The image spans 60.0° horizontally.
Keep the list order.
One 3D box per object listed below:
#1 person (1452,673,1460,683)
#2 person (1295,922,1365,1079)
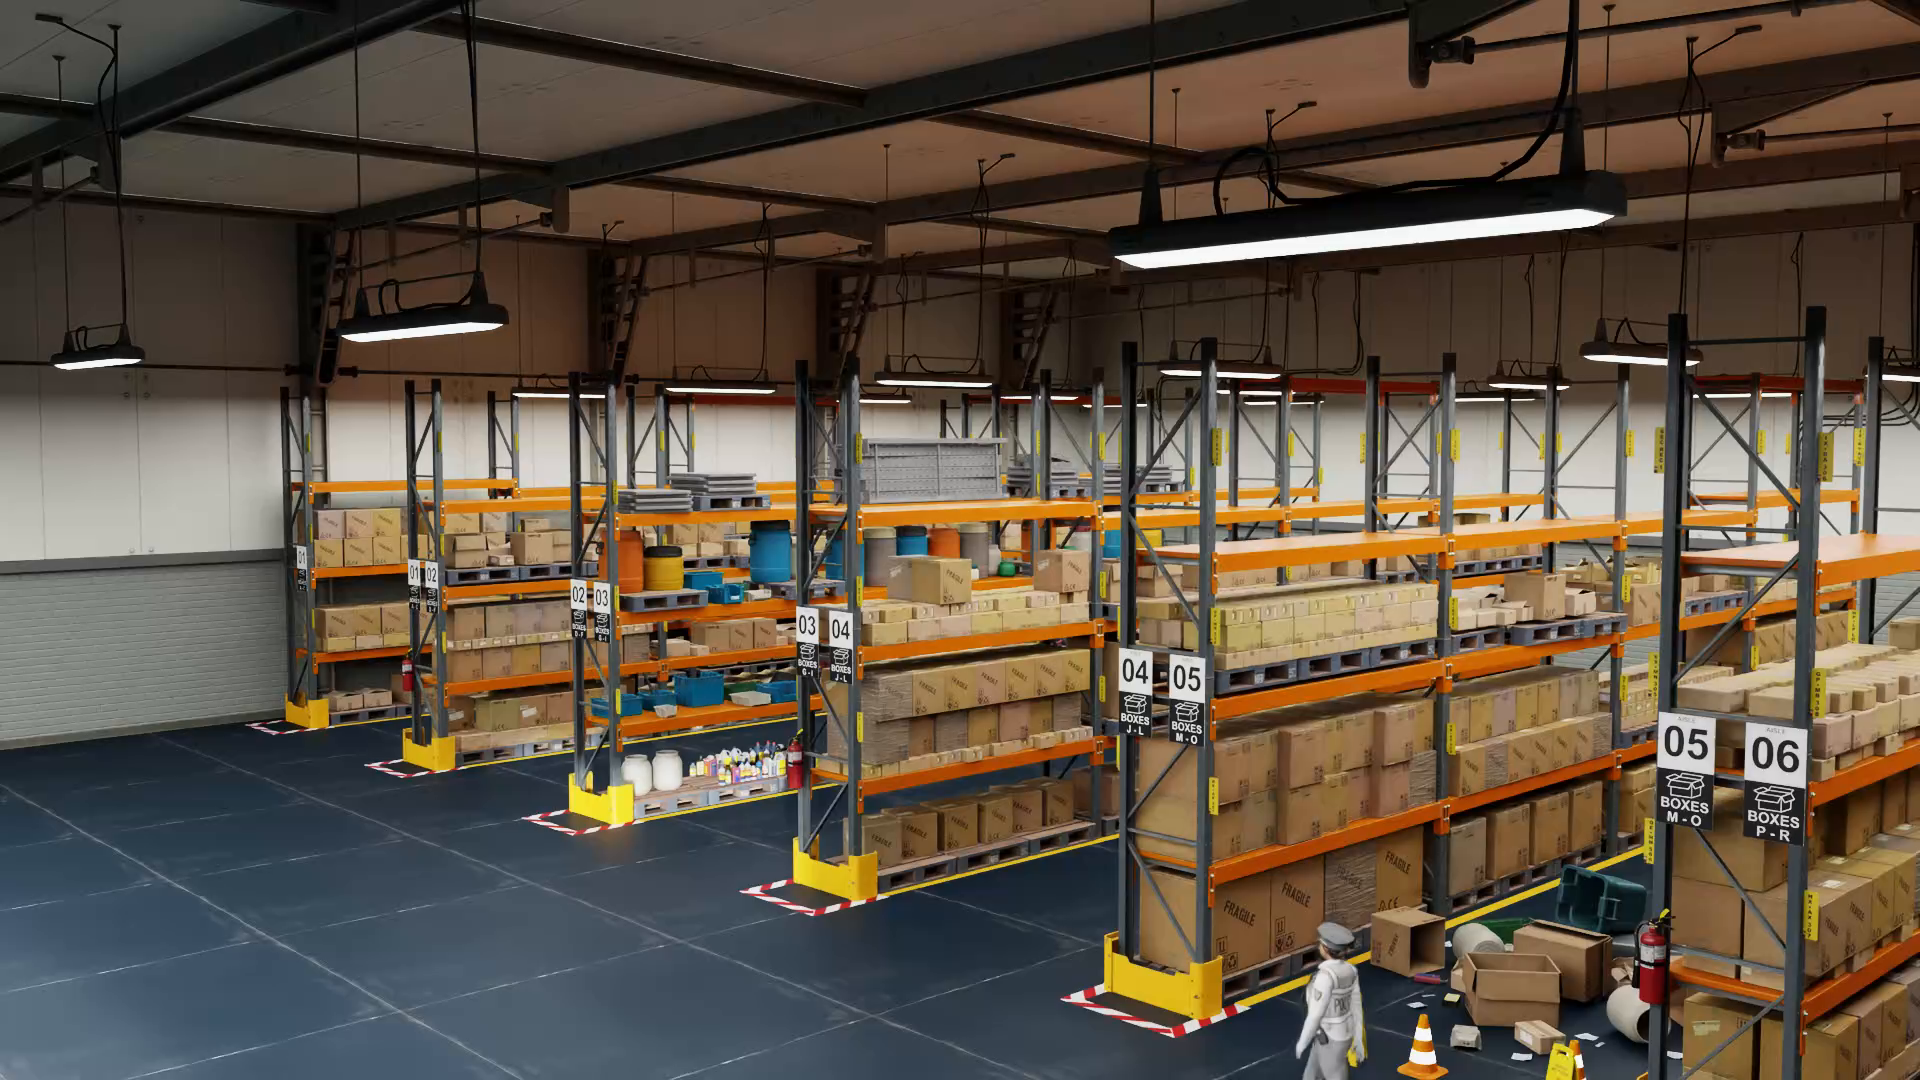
[{"bbox_3d":[7.352,2.783,24.991,0.383,1.704,0.604,1,4,17],"label":"person"},{"bbox_3d":[2.669,3.573,11.923,0.990,1.645,0.450,2,4,29],"label":"person"}]
